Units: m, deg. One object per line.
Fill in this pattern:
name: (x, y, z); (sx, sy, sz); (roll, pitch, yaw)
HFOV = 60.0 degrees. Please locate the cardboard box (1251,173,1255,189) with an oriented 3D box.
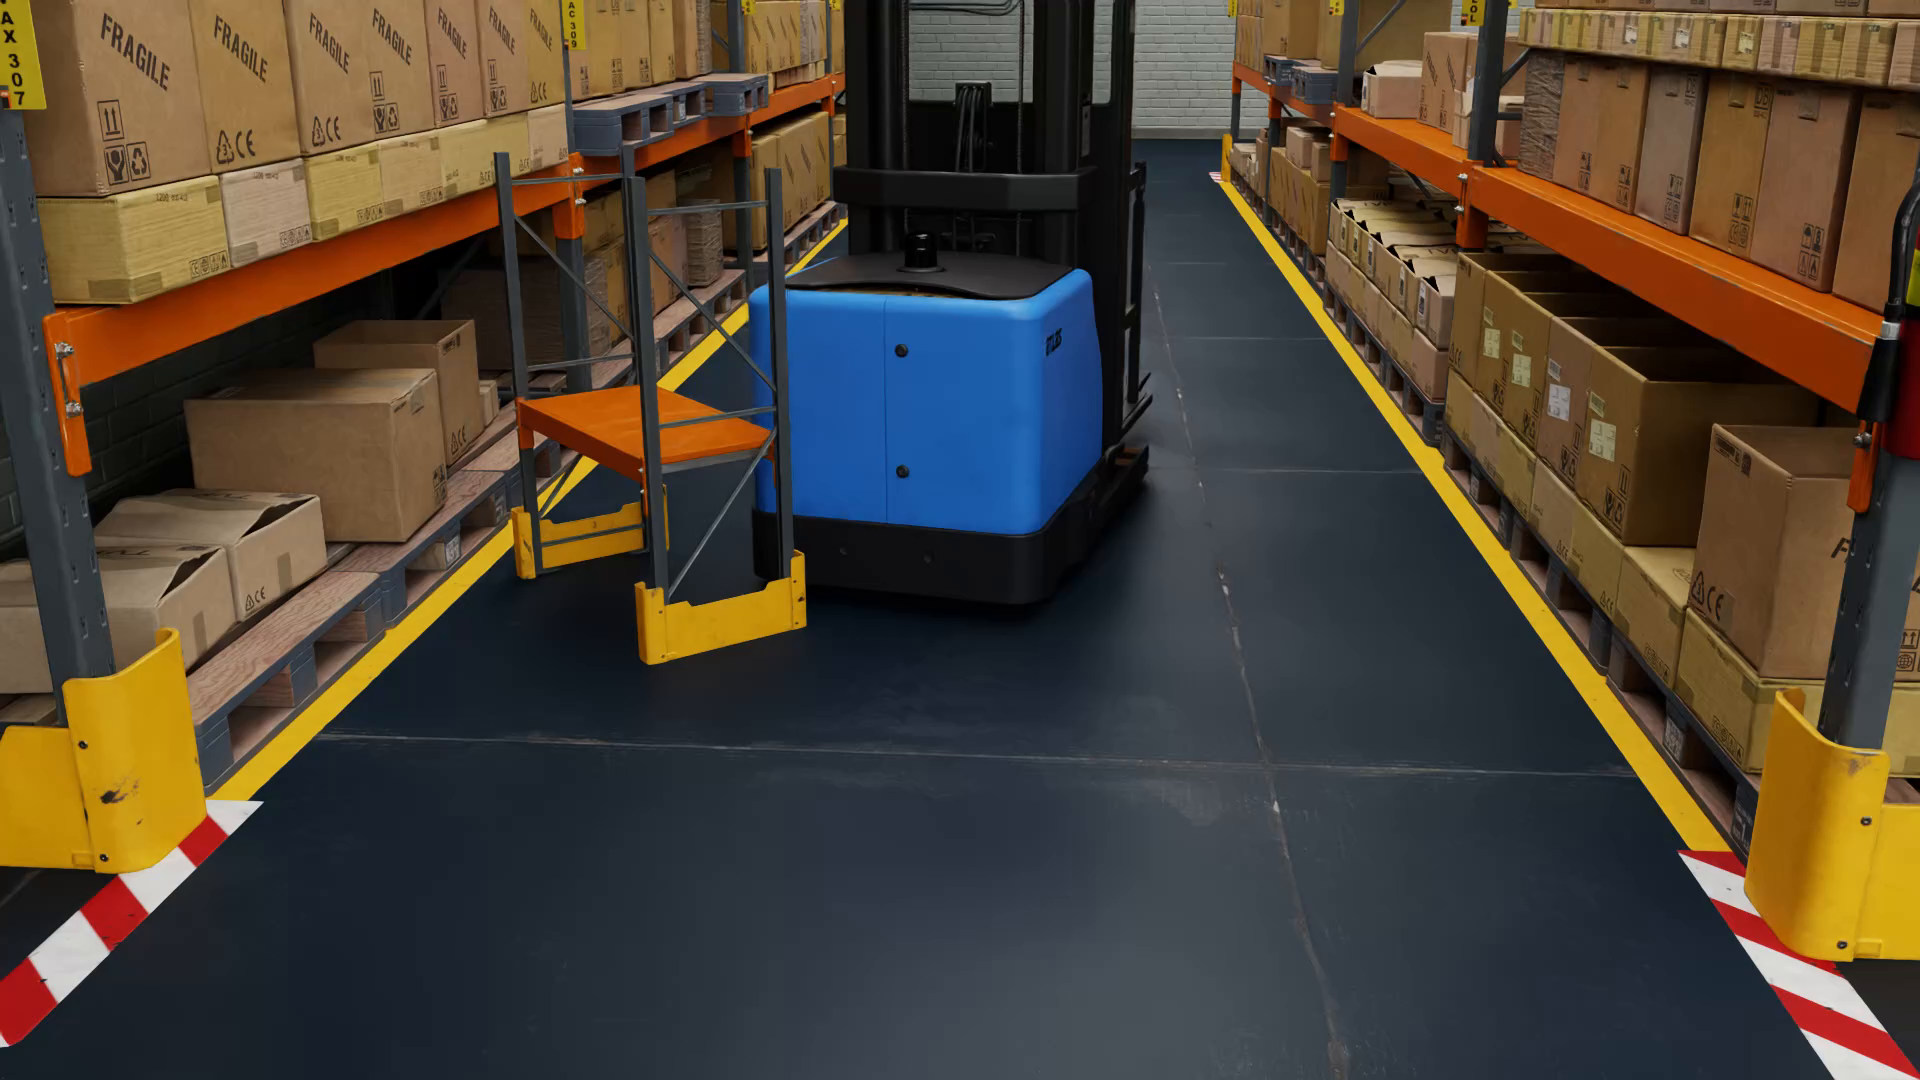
cardboard box: (3.002, -3.441, 15.978); (0.380, 0.149, 0.250); (1, 18, 4)

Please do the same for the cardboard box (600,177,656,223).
cardboard box: (-2.086, -1.970, 9.721); (0.500, 0.250, 0.500); (1, 18, 4)

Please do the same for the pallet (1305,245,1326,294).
pallet: (3.081, -1.949, 12.032); (1.003, 0.211, 1.213); (1, 18, 4)

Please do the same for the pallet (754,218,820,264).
pallet: (-1.729, -2.448, 13.556); (1.003, 0.211, 1.213); (1, 18, 4)

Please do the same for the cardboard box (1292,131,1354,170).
cardboard box: (2.892, -3.052, 13.023); (0.500, 0.250, 0.500); (1, 18, 3)

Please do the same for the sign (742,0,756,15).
sign: (-1.409, -3.656, 11.030); (0.100, 0.325, 0.005); (1, 18, 4)

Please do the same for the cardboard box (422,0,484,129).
cardboard box: (-2.040, -1.740, 5.919); (0.500, 0.500, 0.500); (1, 18, 2)

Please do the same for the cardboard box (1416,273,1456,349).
cardboard box: (2.446, -1.092, 7.780); (0.500, 0.311, 0.500); (1, 18, 4)

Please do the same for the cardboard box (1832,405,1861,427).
cardboard box: (2.711, -0.125, 4.523); (0.500, 0.500, 0.500); (1, 18, 4)

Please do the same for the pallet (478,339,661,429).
pallet: (-2.184, -0.827, 8.607); (1.003, 0.211, 1.213); (1, 18, 4)

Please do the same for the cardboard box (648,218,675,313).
cardboard box: (-2.111, -1.636, 9.908); (0.700, 0.500, 0.500); (1, 18, 4)

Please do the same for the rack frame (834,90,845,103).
rack frame: (-1.378, -5.637, 18.809); (1.000, 3.000, 0.127); (1, 18, 4)

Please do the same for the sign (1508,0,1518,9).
sign: (3.544, -3.582, 10.678); (0.100, 0.325, 0.005); (1, 18, 4)

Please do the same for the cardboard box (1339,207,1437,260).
cardboard box: (2.630, -1.883, 10.193); (0.500, 0.311, 0.500); (1, 18, 3)

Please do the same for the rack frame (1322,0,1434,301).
rack frame: (2.990, -3.043, 10.893); (1.000, 3.000, 0.127); (1, 18, 4)

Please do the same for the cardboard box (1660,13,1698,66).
cardboard box: (2.363, -1.519, 5.039); (0.380, 0.149, 0.250); (1, 18, 3)

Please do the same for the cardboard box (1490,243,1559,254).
cardboard box: (3.058, -1.399, 8.716); (0.500, 0.311, 0.500); (1, 18, 2)

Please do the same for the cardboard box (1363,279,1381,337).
cardboard box: (2.556, -1.303, 9.323); (0.500, 0.250, 0.500); (2, 18, 5)

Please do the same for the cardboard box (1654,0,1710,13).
cardboard box: (2.570, -1.859, 5.035); (0.700, 0.500, 0.500); (1, 18, 4)

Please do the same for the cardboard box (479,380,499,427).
cardboard box: (-2.246, -0.606, 7.299); (0.380, 0.166, 0.250); (-1, 18, -3)

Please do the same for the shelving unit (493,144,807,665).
shelving unit: (-1.060, -0.507, 5.562); (0.587, 1.500, 1.083); (-13, 22, -34)

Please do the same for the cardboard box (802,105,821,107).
cardboard box: (-1.554, -4.623, 18.014); (0.380, 0.149, 0.250); (1, 18, 4)

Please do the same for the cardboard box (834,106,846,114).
cardboard box: (-1.173, -4.614, 17.985); (0.380, 0.149, 0.250); (2, 18, 5)

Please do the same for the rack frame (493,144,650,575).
rack frame: (-1.357, -0.632, 5.944); (0.500, 1.500, 0.032); (-13, 22, -34)

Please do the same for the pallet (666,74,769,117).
pallet: (-1.896, -2.838, 10.574); (1.213, 0.211, 1.003); (1, 18, 4)

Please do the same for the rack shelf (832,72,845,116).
rack shelf: (-1.521, -4.674, 17.025); (1.077, 0.370, 4.000); (1, 18, 4)

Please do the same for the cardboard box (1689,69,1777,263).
cardboard box: (2.537, -1.068, 4.704); (0.700, 0.500, 0.500); (1, 18, 4)

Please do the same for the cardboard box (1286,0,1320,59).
cardboard box: (3.034, -4.175, 13.513); (0.700, 0.500, 0.500); (4, 19, 13)

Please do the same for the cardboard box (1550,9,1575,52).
cardboard box: (2.456, -1.919, 6.260); (0.380, 0.149, 0.250); (1, 18, 2)

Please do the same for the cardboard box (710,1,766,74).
cardboard box: (-1.661, -3.496, 11.604); (0.500, 0.500, 0.500); (2, 18, 6)

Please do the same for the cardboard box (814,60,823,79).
cardboard box: (-1.401, -4.095, 14.473); (0.380, 0.149, 0.250); (2, 18, 5)

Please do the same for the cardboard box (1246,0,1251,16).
cardboard box: (3.198, -5.601, 16.931); (0.500, 0.500, 0.500); (2, 18, 5)

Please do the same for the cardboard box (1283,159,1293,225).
cardboard box: (2.929, -2.841, 13.583); (0.500, 0.500, 0.500); (2, 18, 5)

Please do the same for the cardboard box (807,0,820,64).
cardboard box: (-1.473, -4.285, 14.014); (0.500, 0.500, 0.500); (1, 18, 4)

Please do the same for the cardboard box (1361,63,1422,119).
cardboard box: (2.733, -2.727, 10.072); (0.500, 0.311, 0.500); (1, 18, 3)

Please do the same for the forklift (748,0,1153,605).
forklift: (0.183, -1.599, 6.596); (1.130, 2.935, 3.031); (5, 19, 16)

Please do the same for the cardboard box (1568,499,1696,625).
cardboard box: (2.218, 0.065, 5.150); (0.500, 0.250, 0.500); (1, 18, 4)

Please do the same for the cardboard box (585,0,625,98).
cardboard box: (-2.120, -2.497, 8.360); (0.700, 0.500, 0.500); (3, 18, 10)

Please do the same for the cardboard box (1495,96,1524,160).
cardboard box: (2.695, -1.883, 7.594); (0.500, 0.250, 0.500); (2, 18, 7)

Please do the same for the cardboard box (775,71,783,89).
cardboard box: (-1.598, -3.616, 13.013); (0.380, 0.149, 0.250); (1, 18, 4)

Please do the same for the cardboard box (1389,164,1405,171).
cardboard box: (3.413, -2.680, 13.092); (0.500, 0.500, 0.500); (1, 18, 2)

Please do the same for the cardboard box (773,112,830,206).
cardboard box: (-1.581, -3.368, 14.662); (0.750, 0.750, 0.750); (1, 18, 5)

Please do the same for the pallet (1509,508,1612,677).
pallet: (2.520, 0.150, 5.625); (1.003, 0.211, 1.213); (1, 18, 4)

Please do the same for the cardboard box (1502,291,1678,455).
cardboard box: (2.286, -0.602, 5.981); (0.500, 0.500, 0.500); (1, 18, 4)

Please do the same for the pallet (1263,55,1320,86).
pallet: (3.111, -3.948, 13.964); (1.003, 0.211, 1.213); (1, 18, 4)

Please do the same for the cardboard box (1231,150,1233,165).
cardboard box: (3.173, -4.190, 18.237); (0.380, 0.166, 0.250); (1, 18, 4)

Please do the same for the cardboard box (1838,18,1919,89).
cardboard box: (2.271, -1.118, 3.817); (0.380, 0.149, 0.250); (2, 18, 5)

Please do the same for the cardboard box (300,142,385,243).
cardboard box: (-2.108, -1.070, 5.080); (0.500, 0.250, 0.500); (1, 18, 3)

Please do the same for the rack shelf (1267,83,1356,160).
rack shelf: (3.133, -3.322, 12.900); (1.077, 0.370, 4.000); (1, 18, 4)

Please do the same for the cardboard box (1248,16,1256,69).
cardboard box: (3.161, -4.972, 16.618); (0.500, 0.500, 0.500); (2, 18, 5)

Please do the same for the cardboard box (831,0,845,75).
cardboard box: (-1.609, -4.705, 15.484); (0.980, 0.700, 0.700); (2, 18, 5)
